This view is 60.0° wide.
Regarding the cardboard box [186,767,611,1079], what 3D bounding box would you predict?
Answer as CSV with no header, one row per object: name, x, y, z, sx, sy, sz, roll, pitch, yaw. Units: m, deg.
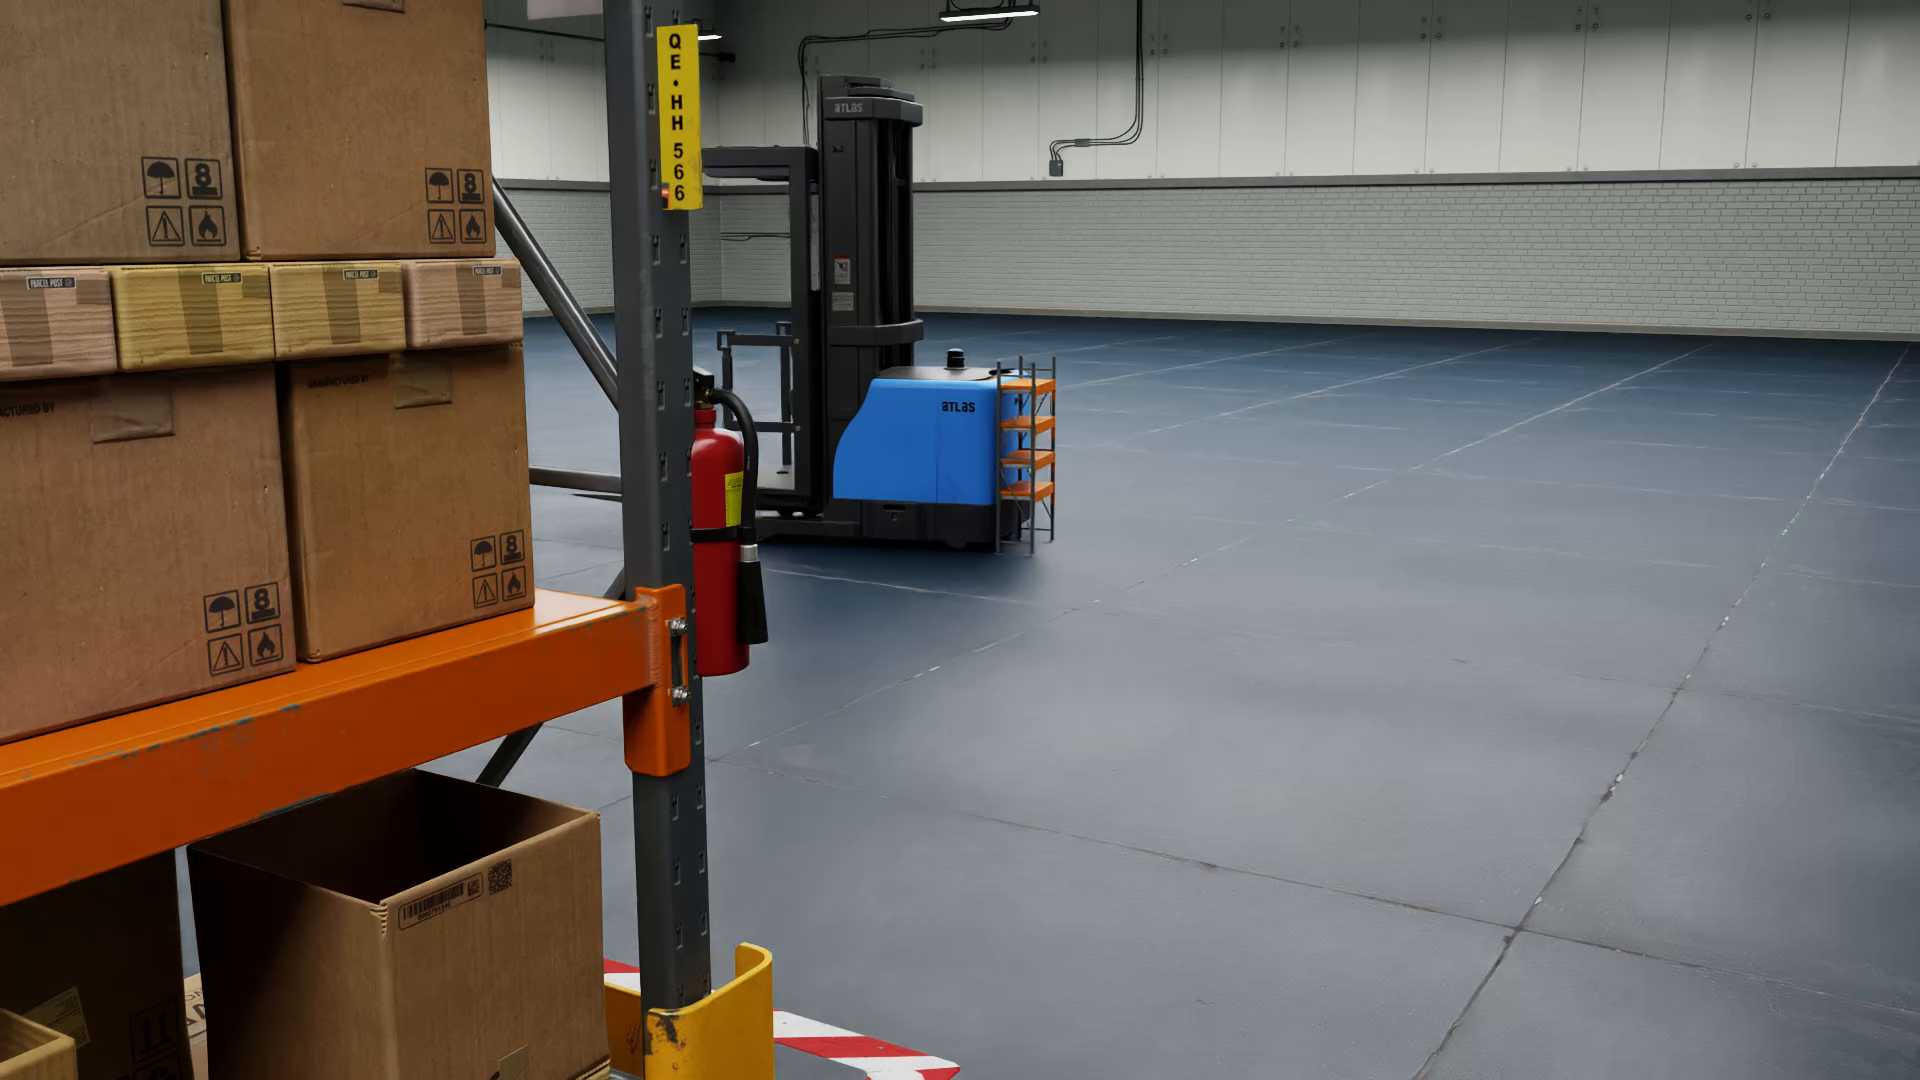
cardboard box,-0.994,0.752,2.992,0.500,0.500,0.500,6,12,31

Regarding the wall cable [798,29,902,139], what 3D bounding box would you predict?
wall cable,-2.733,-11.183,40.860,3.097,2.526,0.112,6,12,31

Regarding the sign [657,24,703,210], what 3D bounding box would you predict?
sign,-0.514,-0.769,3.032,0.100,0.325,0.005,6,12,31

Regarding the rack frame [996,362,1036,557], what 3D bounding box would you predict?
rack frame,0.343,-0.492,10.235,0.240,1.200,0.015,3,11,18

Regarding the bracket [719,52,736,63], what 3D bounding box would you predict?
bracket,-5.956,-12.321,42.447,0.235,0.232,0.430,6,12,31

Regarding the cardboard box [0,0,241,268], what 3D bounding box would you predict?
cardboard box,-1.519,-0.660,2.446,0.700,0.500,0.500,6,12,29

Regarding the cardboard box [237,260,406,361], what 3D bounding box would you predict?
cardboard box,-1.140,-0.385,2.741,0.380,0.149,0.250,7,13,32

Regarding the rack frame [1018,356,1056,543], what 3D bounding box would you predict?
rack frame,0.493,-0.577,10.691,0.240,1.200,0.015,3,11,18

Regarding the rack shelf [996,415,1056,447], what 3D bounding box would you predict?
rack shelf,0.418,-0.688,10.434,0.258,0.148,0.480,3,11,18

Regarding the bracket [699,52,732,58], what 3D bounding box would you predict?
bracket,-6.262,-12.228,41.951,0.076,0.066,3.189,6,12,31

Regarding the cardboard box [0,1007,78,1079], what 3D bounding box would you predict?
cardboard box,-1.501,0.911,2.144,0.500,0.500,0.500,6,12,31

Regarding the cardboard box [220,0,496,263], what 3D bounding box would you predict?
cardboard box,-1.251,-0.743,2.890,0.700,0.500,0.500,6,12,31

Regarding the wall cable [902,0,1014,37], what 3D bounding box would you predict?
wall cable,-0.088,-13.123,38.862,3.097,2.526,0.112,6,12,31

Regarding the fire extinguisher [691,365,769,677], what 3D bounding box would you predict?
fire extinguisher,-0.512,-0.073,3.318,0.296,0.674,0.183,6,12,31

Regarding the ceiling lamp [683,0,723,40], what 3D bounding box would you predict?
ceiling lamp,-5.652,-11.956,34.413,2.000,3.185,0.800,6,12,31

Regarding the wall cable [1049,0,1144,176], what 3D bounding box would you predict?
wall cable,3.060,-11.247,37.249,2.305,6.003,0.169,6,12,31

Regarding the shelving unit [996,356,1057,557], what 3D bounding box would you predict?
shelving unit,0.418,-0.535,10.463,0.258,1.200,0.503,3,11,18

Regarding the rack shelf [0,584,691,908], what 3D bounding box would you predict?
rack shelf,-2.008,0.531,1.835,1.077,0.370,4.000,6,12,31

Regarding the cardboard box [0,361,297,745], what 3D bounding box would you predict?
cardboard box,-1.492,-0.031,2.611,0.700,0.500,0.500,7,13,32

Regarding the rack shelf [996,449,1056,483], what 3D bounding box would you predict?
rack shelf,0.418,-0.469,10.476,0.258,0.148,0.480,3,11,18

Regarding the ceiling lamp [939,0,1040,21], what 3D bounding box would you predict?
ceiling lamp,0.664,-11.250,30.642,2.000,3.185,0.800,6,12,31

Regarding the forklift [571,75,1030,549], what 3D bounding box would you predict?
forklift,-1.101,-1.516,10.999,3.031,2.935,1.130,3,11,16

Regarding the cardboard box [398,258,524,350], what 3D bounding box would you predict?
cardboard box,-1.006,-0.427,2.962,0.380,0.149,0.250,6,12,30

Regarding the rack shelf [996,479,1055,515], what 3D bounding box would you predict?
rack shelf,0.418,-0.273,10.512,0.258,0.148,0.480,3,11,18

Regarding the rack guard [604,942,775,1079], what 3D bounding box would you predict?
rack guard,-0.958,1.088,3.699,1.175,0.500,0.348,6,12,31

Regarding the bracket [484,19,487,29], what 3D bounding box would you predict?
bracket,-10.301,-11.005,35.416,0.235,0.232,0.430,6,12,31

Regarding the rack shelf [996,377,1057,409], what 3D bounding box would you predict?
rack shelf,0.418,-0.921,10.391,0.258,0.148,0.480,3,11,18

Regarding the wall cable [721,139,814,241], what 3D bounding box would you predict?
wall cable,-5.045,-8.959,42.705,3.097,2.526,0.112,6,12,31

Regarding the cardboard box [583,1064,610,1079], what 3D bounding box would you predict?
cardboard box,-0.996,1.121,3.062,0.500,0.250,0.500,6,12,31

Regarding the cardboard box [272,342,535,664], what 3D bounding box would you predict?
cardboard box,-1.223,-0.114,3.054,0.700,0.500,0.500,6,12,31

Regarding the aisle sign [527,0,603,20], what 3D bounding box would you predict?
aisle sign,-0.685,-1.397,3.115,0.394,0.787,0.004,6,12,31

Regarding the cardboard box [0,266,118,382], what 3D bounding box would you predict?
cardboard box,-1.405,-0.306,2.316,0.380,0.149,0.250,7,12,31

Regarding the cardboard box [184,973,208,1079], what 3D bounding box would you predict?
cardboard box,-1.439,1.071,3.326,0.500,0.250,0.500,6,12,31

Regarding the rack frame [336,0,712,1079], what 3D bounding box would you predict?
rack frame,-0.970,-0.137,3.449,1.000,3.000,0.127,6,12,31

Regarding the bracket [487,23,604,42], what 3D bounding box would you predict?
bracket,-8.955,-11.413,37.594,0.076,0.066,4.783,6,12,31

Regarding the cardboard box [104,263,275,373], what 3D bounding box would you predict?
cardboard box,-1.273,-0.345,2.526,0.380,0.149,0.250,6,12,30

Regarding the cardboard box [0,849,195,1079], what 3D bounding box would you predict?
cardboard box,-1.697,0.781,2.836,0.500,0.500,0.500,6,12,31
